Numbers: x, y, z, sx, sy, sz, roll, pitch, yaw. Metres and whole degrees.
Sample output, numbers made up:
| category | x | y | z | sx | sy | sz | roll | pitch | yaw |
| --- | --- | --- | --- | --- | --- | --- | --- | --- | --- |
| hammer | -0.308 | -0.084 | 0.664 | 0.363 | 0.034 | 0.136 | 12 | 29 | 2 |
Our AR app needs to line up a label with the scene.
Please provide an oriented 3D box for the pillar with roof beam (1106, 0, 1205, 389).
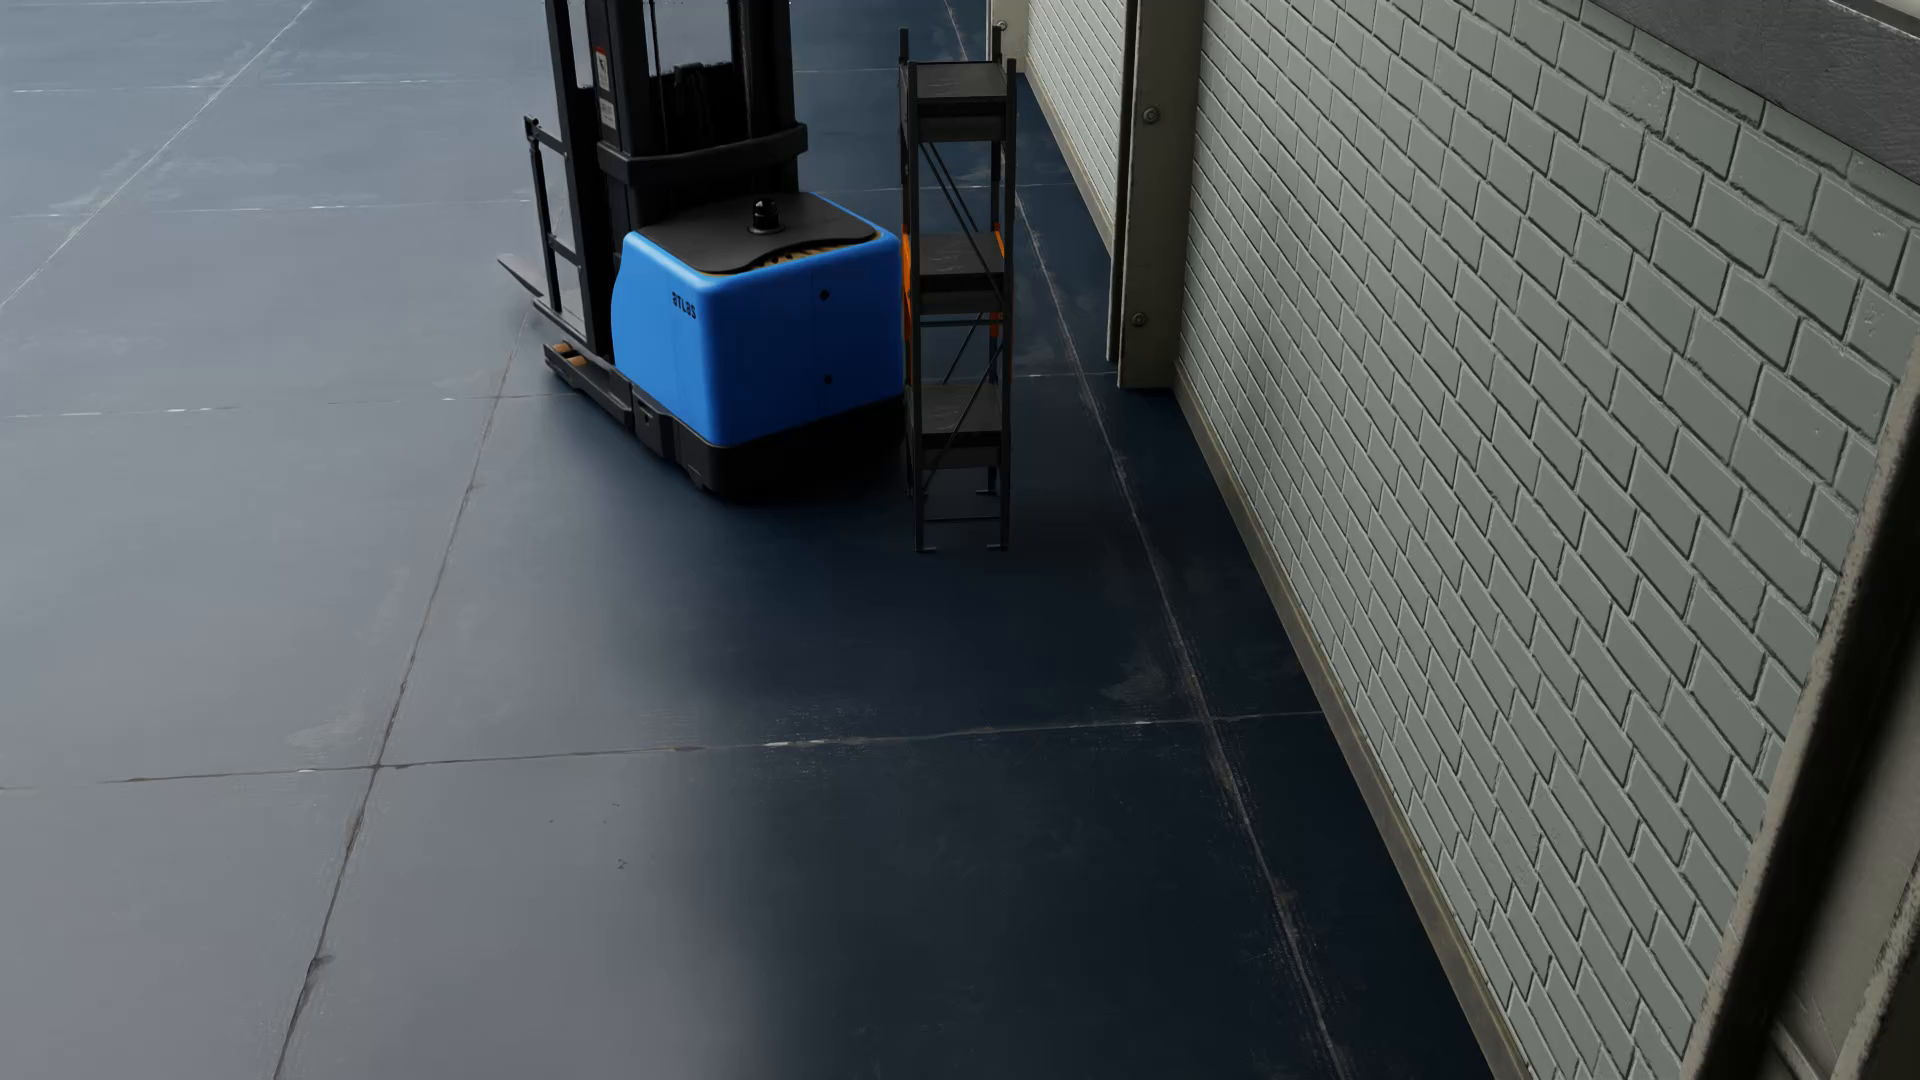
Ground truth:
| category | x | y | z | sx | sy | sz | roll | pitch | yaw |
| --- | --- | --- | --- | --- | --- | --- | --- | --- | --- |
| pillar with roof beam | -3.332 | -4.543 | 6.081 | 9.100 | 9.000 | 0.400 | -3 | 31 | -5 |

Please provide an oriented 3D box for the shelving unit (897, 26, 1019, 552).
| category | x | y | z | sx | sy | sz | roll | pitch | yaw |
| --- | --- | --- | --- | --- | --- | --- | --- | --- | --- |
| shelving unit | -0.015 | -0.986 | 6.853 | 0.431 | 2.100 | 0.503 | -3 | 31 | -5 |

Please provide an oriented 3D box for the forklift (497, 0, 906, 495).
| category | x | y | z | sx | sy | sz | roll | pitch | yaw |
| --- | --- | --- | --- | --- | --- | --- | --- | --- | --- |
| forklift | -1.511 | -2.166 | 8.018 | 1.130 | 2.935 | 3.031 | -20 | 36 | -30 |

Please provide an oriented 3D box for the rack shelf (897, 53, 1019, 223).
| category | x | y | z | sx | sy | sz | roll | pitch | yaw |
| --- | --- | --- | --- | --- | --- | --- | --- | --- | --- |
| rack shelf | -0.015 | -1.575 | 6.501 | 0.431 | 0.518 | 0.480 | -3 | 31 | -5 |

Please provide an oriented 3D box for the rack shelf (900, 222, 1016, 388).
| category | x | y | z | sx | sy | sz | roll | pitch | yaw |
| --- | --- | --- | --- | --- | --- | --- | --- | --- | --- |
| rack shelf | -0.015 | -0.974 | 6.860 | 0.431 | 0.518 | 0.480 | -3 | 31 | -5 |

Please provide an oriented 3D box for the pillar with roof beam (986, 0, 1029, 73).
| category | x | y | z | sx | sy | sz | roll | pitch | yaw |
| --- | --- | --- | --- | --- | --- | --- | --- | --- | --- |
| pillar with roof beam | -3.893 | -7.607 | 11.210 | 9.100 | 9.000 | 0.400 | -3 | 31 | -5 |

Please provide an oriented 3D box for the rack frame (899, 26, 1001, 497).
| category | x | y | z | sx | sy | sz | roll | pitch | yaw |
| --- | --- | --- | --- | --- | --- | --- | --- | --- | --- |
| rack frame | -0.038 | -1.111 | 7.062 | 0.400 | 2.100 | 0.015 | -3 | 31 | -5 |

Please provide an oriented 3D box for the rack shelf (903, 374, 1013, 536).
| category | x | y | z | sx | sy | sz | roll | pitch | yaw |
| --- | --- | --- | --- | --- | --- | --- | --- | --- | --- |
| rack shelf | -0.015 | -0.373 | 7.219 | 0.431 | 0.518 | 0.480 | -3 | 31 | -5 |

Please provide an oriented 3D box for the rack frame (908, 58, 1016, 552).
| category | x | y | z | sx | sy | sz | roll | pitch | yaw |
| --- | --- | --- | --- | --- | --- | --- | --- | --- | --- |
| rack frame | 0.007 | -0.861 | 6.644 | 0.400 | 2.100 | 0.015 | -3 | 31 | -5 |
